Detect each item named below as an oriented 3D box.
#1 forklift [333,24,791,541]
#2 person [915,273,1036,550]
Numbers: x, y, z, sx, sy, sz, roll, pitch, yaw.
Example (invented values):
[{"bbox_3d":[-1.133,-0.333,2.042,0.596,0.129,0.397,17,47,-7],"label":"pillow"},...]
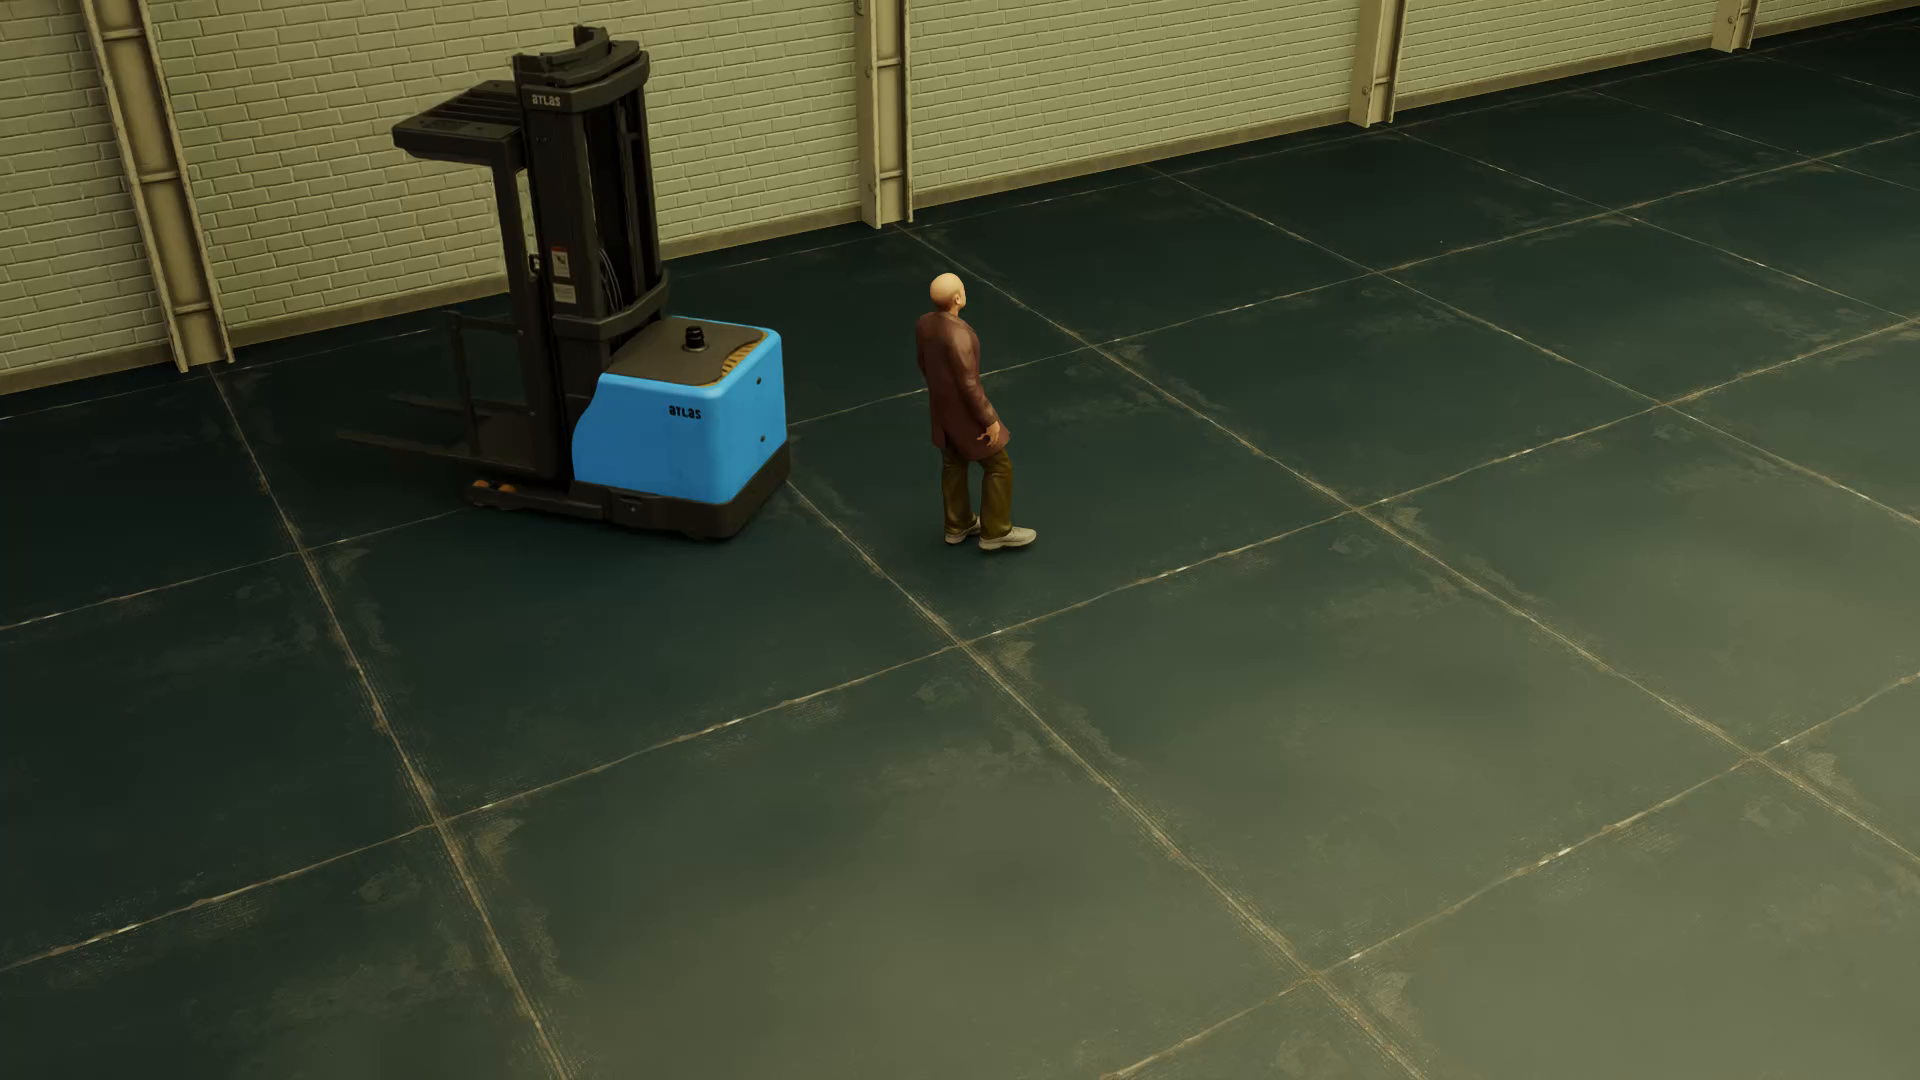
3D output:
[{"bbox_3d":[-2.707,-1.693,10.474,3.031,2.935,1.130,10,32,16],"label":"forklift"},{"bbox_3d":[0.081,-0.791,10.076,0.583,1.774,0.694,-17,35,-26],"label":"person"}]
